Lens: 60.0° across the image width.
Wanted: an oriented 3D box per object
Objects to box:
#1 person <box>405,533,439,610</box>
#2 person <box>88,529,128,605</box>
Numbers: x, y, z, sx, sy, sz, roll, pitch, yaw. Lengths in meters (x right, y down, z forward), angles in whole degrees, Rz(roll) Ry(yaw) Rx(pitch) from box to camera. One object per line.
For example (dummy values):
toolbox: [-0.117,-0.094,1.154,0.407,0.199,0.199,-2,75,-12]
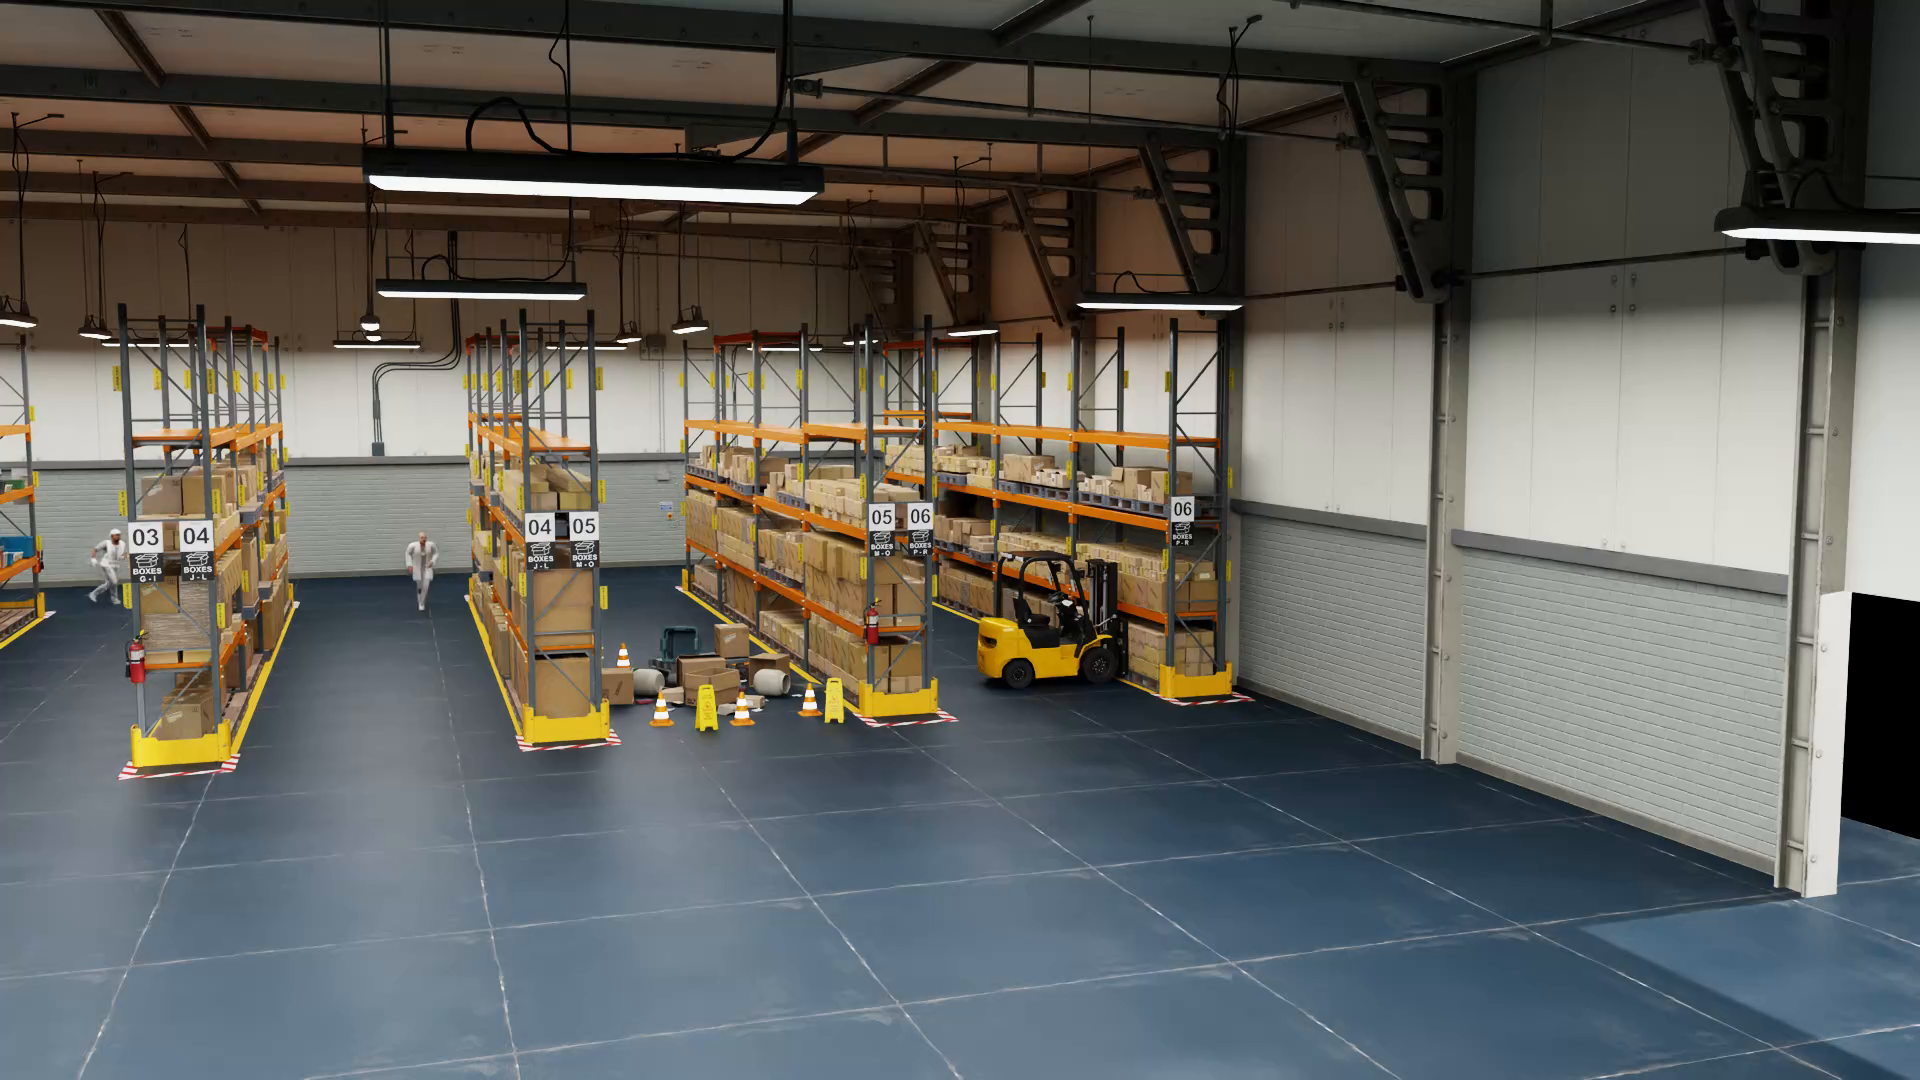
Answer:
person: [-11.900,0.670,36.819,0.707,1.715,0.744,-2,6,-24]
person: [-19.211,0.615,37.492,0.711,1.723,0.814,2,6,18]
